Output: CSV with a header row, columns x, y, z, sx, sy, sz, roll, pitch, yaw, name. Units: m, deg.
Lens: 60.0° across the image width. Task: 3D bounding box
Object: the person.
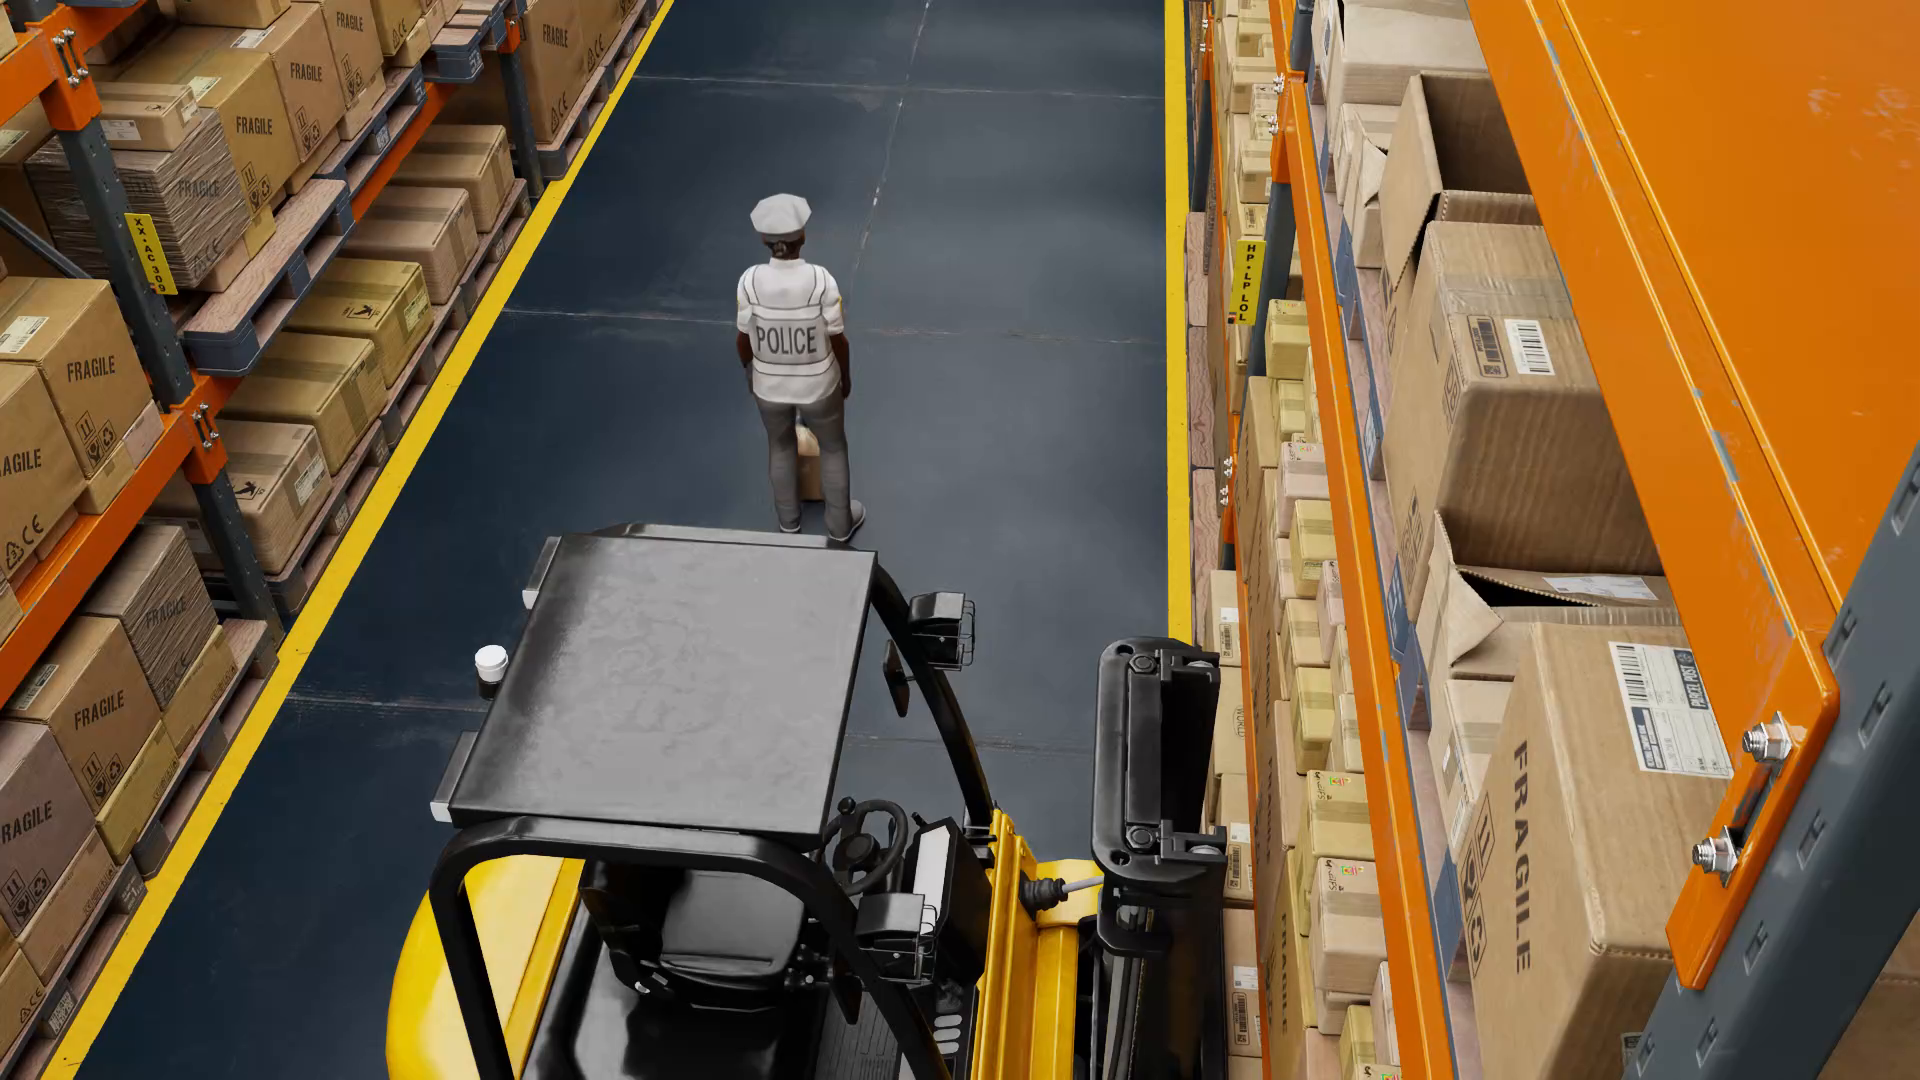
x,y,z,sx,sy,sz,roll,pitch,yaw,name
-0.702,-0.698,7.273,0.506,1.659,0.425,2,40,2,person
